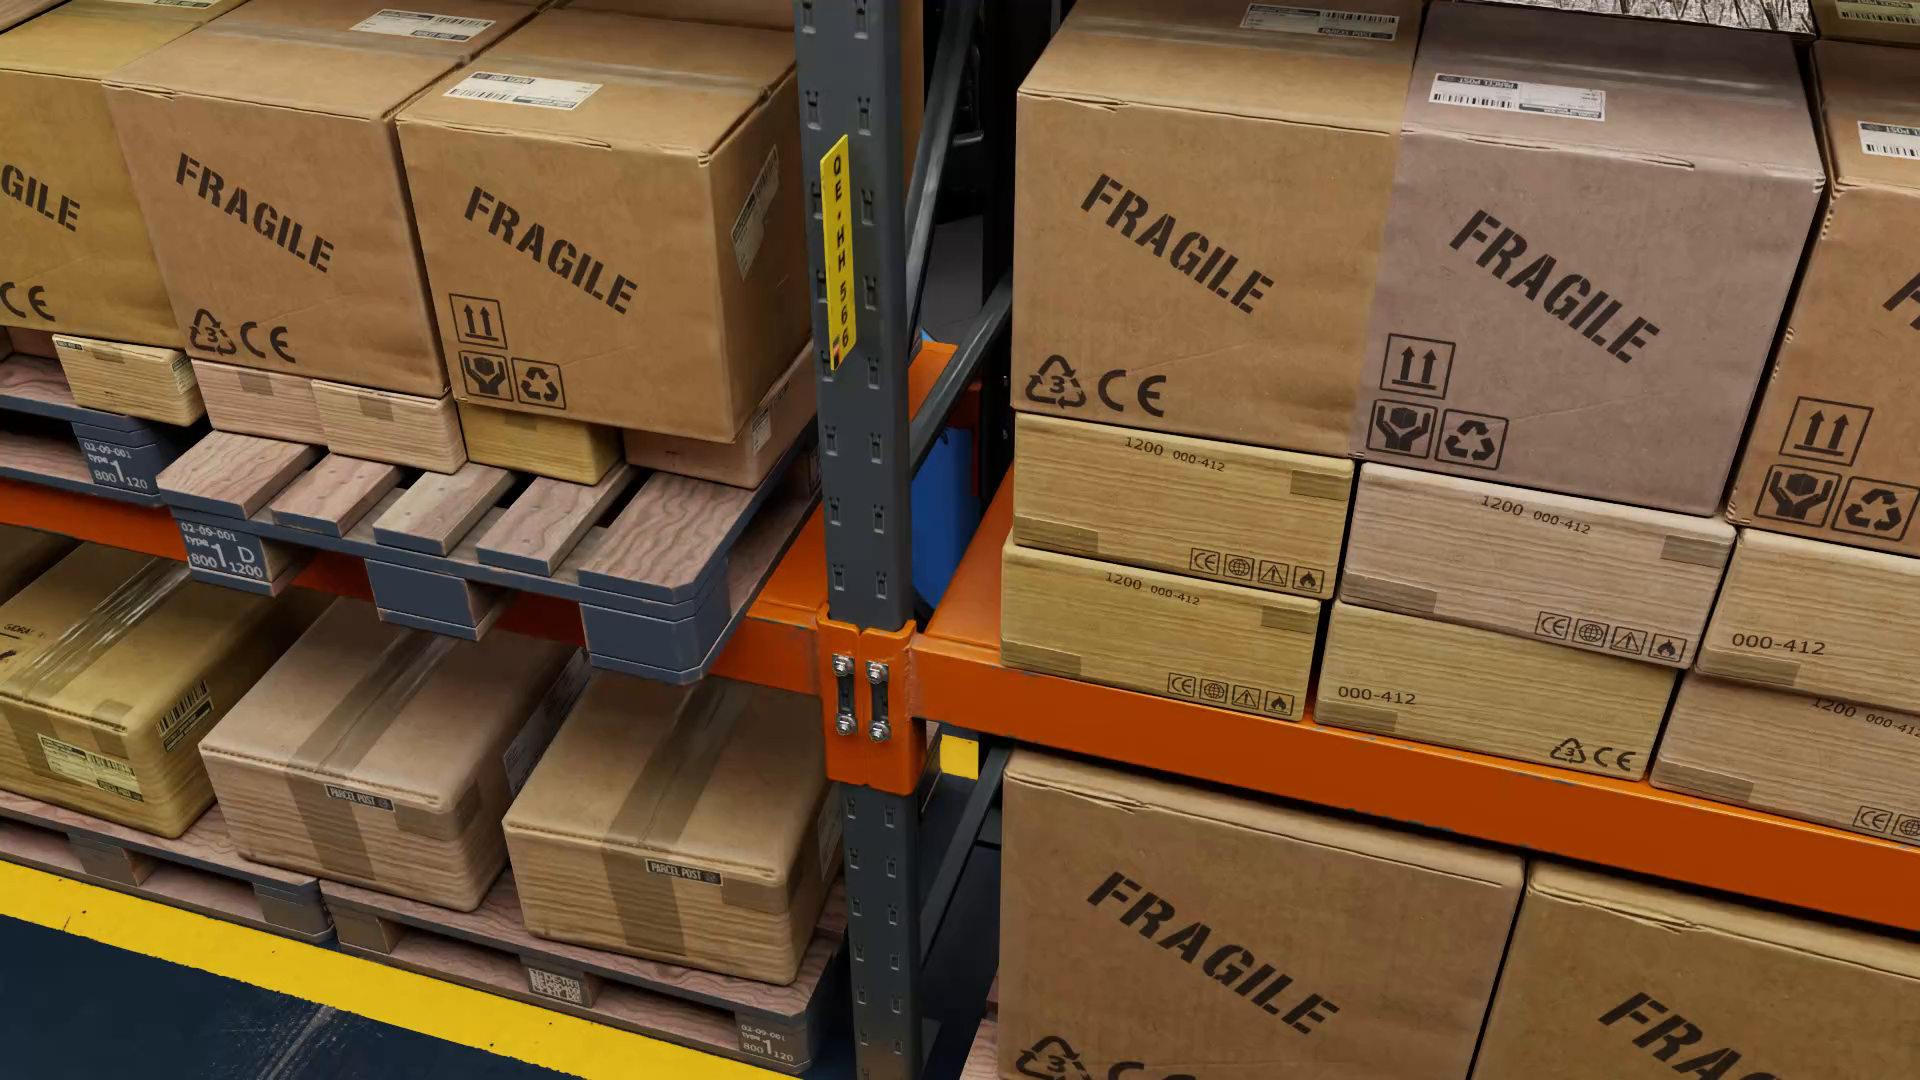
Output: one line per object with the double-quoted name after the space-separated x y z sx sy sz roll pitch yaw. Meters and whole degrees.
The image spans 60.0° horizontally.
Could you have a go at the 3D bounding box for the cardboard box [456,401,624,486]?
-0.678 -0.277 2.954 0.250 0.149 0.380 11 38 15 "cardboard box"

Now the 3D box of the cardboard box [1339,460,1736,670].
0.886 -0.098 2.557 0.500 0.250 0.500 11 38 15 "cardboard box"

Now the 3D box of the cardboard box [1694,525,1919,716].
1.358 -0.002 2.428 0.500 0.250 0.500 10 38 14 "cardboard box"

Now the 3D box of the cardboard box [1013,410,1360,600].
0.393 -0.190 2.682 0.500 0.250 0.500 10 38 14 "cardboard box"

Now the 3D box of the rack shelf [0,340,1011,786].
-1.926 -0.342 3.791 4.000 0.370 1.077 10 38 14 "rack shelf"

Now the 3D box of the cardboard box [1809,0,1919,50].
1.519 -0.600 2.607 0.500 0.500 0.500 11 38 14 "cardboard box"

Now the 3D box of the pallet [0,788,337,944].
-1.923 0.489 4.407 1.213 0.211 1.003 10 38 14 "pallet"

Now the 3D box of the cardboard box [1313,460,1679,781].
0.870 0.092 2.721 0.500 0.250 0.500 9 37 13 "cardboard box"

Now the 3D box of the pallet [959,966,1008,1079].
0.713 1.027 3.676 1.213 0.211 1.003 10 38 14 "pallet"

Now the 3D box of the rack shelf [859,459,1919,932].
1.892 0.365 2.830 4.000 0.370 1.077 10 38 14 "rack shelf"

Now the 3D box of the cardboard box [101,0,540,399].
-1.031 -0.615 2.866 0.500 0.500 0.500 10 38 13 "cardboard box"

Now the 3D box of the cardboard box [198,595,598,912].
-1.260 0.380 4.066 0.625 0.372 0.950 10 37 13 "cardboard box"

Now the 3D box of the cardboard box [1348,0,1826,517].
0.857 -0.413 2.353 0.500 0.500 0.500 11 38 14 "cardboard box"

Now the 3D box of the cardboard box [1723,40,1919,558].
1.346 -0.313 2.217 0.500 0.500 0.500 12 38 15 "cardboard box"

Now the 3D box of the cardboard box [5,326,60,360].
-1.639 -0.502 3.259 0.250 0.149 0.380 11 38 14 "cardboard box"

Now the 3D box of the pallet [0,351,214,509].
-1.919 -0.527 3.598 1.213 0.211 1.003 10 38 14 "pallet"

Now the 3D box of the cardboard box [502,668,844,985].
-0.554 0.506 3.895 0.625 0.372 0.950 8 37 11 "cardboard box"

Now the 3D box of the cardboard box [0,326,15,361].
-1.903 -0.500 3.256 0.250 0.149 0.380 9 37 12 "cardboard box"

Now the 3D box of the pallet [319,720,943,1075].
-0.763 0.706 4.112 1.213 0.211 1.003 10 38 14 "pallet"

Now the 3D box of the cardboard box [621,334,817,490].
-0.400 -0.271 2.945 0.250 0.149 0.380 12 38 16 "cardboard box"

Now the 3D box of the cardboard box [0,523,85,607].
-2.647 0.121 4.418 0.625 0.372 0.950 13 38 17 "cardboard box"

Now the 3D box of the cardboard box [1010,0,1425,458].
0.381 -0.495 2.465 0.500 0.500 0.500 9 37 12 "cardboard box"

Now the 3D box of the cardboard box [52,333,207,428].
-1.436 -0.386 3.102 0.250 0.149 0.380 11 38 15 "cardboard box"

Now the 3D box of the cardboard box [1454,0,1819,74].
1.046 -0.691 2.731 0.500 0.500 0.500 11 38 15 "cardboard box"

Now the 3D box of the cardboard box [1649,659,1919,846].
1.369 0.188 2.590 0.500 0.250 0.500 12 38 15 "cardboard box"

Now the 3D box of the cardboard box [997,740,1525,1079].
0.617 0.578 3.373 0.875 0.875 0.875 10 38 13 "cardboard box"

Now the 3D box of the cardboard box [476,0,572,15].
-0.877 -0.906 3.260 0.500 0.500 0.500 12 38 16 "cardboard box"

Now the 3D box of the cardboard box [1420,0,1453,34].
0.554 -0.777 2.848 0.500 0.500 0.500 10 37 13 "cardboard box"

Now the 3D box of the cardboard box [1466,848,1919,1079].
1.467 0.738 3.155 0.875 0.875 0.875 11 38 14 "cardboard box"

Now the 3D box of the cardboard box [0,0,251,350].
-1.513 -0.704 2.986 0.500 0.500 0.500 8 37 11 "cardboard box"

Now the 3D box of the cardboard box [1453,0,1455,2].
1.948 -2.302 6.969 0.500 0.250 0.500 9 37 12 "cardboard box"

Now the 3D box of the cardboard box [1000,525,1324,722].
0.375 0.011 2.831 0.500 0.250 0.500 10 37 13 "cardboard box"

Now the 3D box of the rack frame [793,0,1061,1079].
-0.017 -0.278 3.097 0.127 3.000 1.000 10 38 14 "rack frame"

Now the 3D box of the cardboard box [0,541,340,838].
-1.982 0.243 4.252 0.625 0.372 0.950 12 38 15 "cardboard box"

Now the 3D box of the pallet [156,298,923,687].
-0.729 -0.266 3.243 1.003 0.211 1.213 10 38 14 "pallet"

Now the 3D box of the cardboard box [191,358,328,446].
-1.169 -0.345 3.046 0.250 0.149 0.380 9 37 12 "cardboard box"

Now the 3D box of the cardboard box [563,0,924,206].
-0.378 -0.818 3.141 0.500 0.500 0.500 9 37 13 "cardboard box"

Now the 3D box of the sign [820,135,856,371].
-0.170 -0.404 2.358 0.005 0.325 0.100 10 38 14 "sign"

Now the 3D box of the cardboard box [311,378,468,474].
-0.932 -0.296 2.980 0.250 0.149 0.380 10 38 14 "cardboard box"

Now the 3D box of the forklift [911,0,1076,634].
-0.214 -1.559 4.896 1.130 2.935 3.031 -17 40 -22 "forklift"

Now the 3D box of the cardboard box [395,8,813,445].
-0.534 -0.530 2.750 0.500 0.500 0.500 9 37 13 "cardboard box"
